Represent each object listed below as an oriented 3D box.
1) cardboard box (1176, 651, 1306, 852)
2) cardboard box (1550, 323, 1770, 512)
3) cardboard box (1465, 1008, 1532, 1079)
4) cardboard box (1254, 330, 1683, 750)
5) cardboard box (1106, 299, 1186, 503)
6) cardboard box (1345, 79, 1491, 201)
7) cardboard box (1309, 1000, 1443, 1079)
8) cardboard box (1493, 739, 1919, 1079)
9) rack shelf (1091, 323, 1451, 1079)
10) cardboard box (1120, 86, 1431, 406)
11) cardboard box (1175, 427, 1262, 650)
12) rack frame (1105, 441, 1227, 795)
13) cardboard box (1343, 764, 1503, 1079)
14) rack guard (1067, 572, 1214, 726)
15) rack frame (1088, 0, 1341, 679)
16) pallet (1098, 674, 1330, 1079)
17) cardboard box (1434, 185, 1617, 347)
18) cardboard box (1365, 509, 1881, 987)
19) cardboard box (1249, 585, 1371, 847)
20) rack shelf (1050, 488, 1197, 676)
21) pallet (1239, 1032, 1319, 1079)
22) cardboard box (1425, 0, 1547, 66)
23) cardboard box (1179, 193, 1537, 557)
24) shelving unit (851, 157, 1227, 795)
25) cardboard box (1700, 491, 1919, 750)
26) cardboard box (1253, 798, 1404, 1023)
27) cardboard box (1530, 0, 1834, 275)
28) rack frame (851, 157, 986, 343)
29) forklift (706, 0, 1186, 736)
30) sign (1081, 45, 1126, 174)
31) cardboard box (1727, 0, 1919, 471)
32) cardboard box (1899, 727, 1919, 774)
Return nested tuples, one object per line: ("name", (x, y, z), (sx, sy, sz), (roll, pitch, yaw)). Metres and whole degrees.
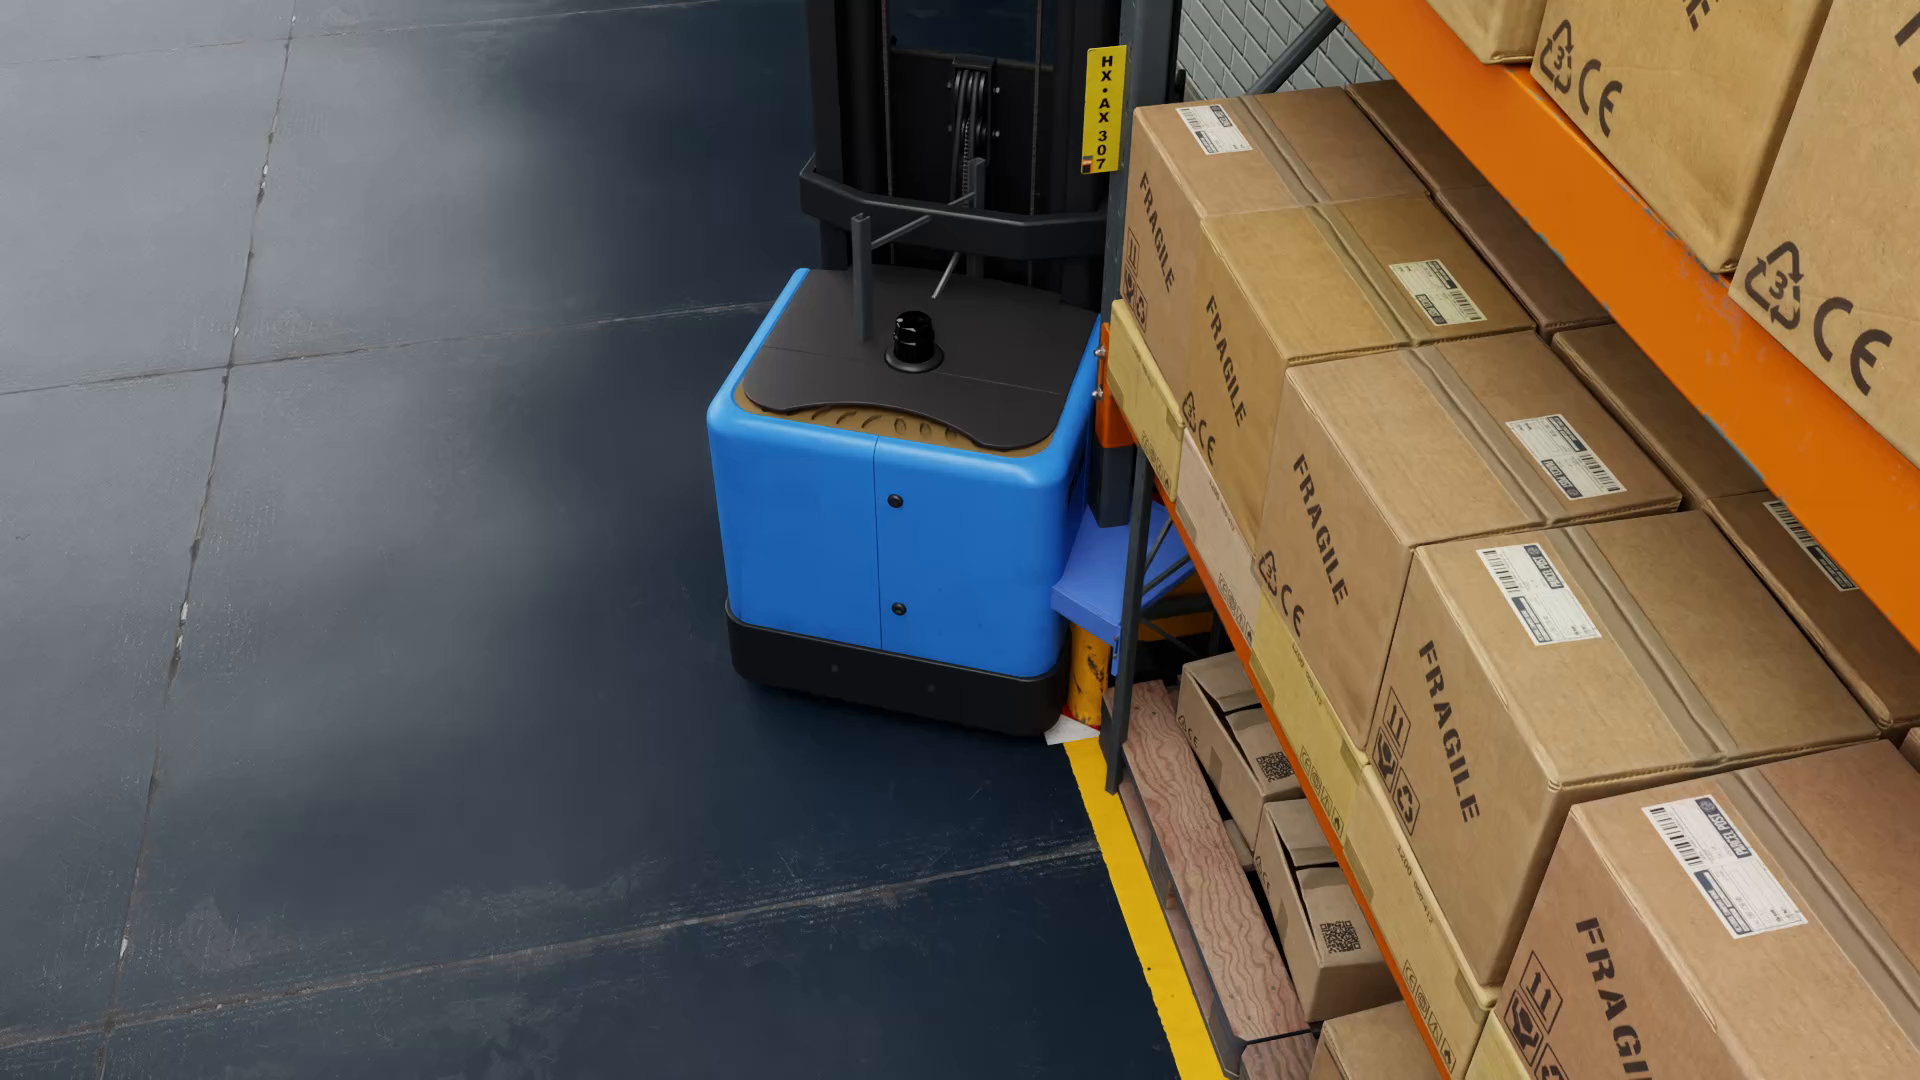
("cardboard box", (0.939, 0.517, 4.603), (0.500, 0.311, 0.500), (-13, 43, -14))
("cardboard box", (1.402, -0.080, 3.114), (0.500, 0.500, 0.500), (-9, 42, -10))
("cardboard box", (1.120, 0.944, 2.525), (0.500, 0.250, 0.500), (-9, 42, -10))
("cardboard box", (0.890, -0.008, 3.032), (0.500, 0.500, 0.500), (-10, 42, -11))
("cardboard box", (0.673, -0.375, 4.011), (0.500, 0.250, 0.500), (-9, 42, -11))
("cardboard box", (1.187, -0.743, 3.860), (0.500, 0.500, 0.500), (-9, 42, -10))
("cardboard box", (1.172, 1.298, 3.580), (0.700, 0.500, 0.500), (-11, 43, -12))
("cardboard box", (1.126, 0.662, 2.277), (0.500, 0.500, 0.500), (-9, 42, -11))
("rack shelf", (1.310, 0.780, 3.154), (1.077, 0.370, 4.000), (-8, 42, -9))
("cardboard box", (0.687, -0.665, 3.773), (0.500, 0.500, 0.500), (-8, 42, -9))
("cardboard box", (0.799, -0.041, 3.634), (0.500, 0.250, 0.500), (-10, 42, -11))
("rack frame", (0.617, 0.056, 4.559), (0.032, 1.500, 0.500), (32, 49, 32))
("cardboard box", (1.010, 0.618, 2.892), (0.500, 0.250, 0.500), (-8, 42, -9))
("rack guard", (0.894, 0.198, 5.150), (1.175, 0.500, 0.348), (-8, 42, -9))
("rack frame", (0.878, -0.786, 4.376), (1.000, 3.000, 0.127), (-8, 42, -9))
("pallet", (1.035, 0.838, 4.647), (1.003, 0.211, 1.213), (-8, 42, -9))
("cardboard box", (1.286, -0.415, 3.491), (0.500, 0.500, 0.500), (-8, 42, -9))
("cardboard box", (1.013, 0.325, 2.657), (0.500, 0.500, 0.500), (-7, 42, -8))
("cardboard box", (0.903, 0.290, 3.262), (0.500, 0.250, 0.500), (-9, 42, -10))
("rack shelf", (0.250, -0.035, 4.943), (1.000, 0.185, 0.538), (32, 49, 32))
("pallet", (1.295, 1.627, 3.758), (1.003, 0.211, 1.213), (-8, 42, -9))
("cardboard box", (0.903, -1.011, 2.279), (0.500, 0.500, 0.500), (-7, 42, -7))
("cardboard box", (0.784, -0.343, 3.410), (0.500, 0.500, 0.500), (-8, 42, -9))
("shelving unit", (0.251, -0.173, 4.827), (1.048, 1.500, 0.538), (32, 49, 32))
("cardboard box", (1.511, 0.246, 2.746), (0.500, 0.500, 0.500), (-8, 42, -9))
("cardboard box", (1.062, 0.886, 4.186), (0.500, 0.311, 0.500), (-5, 42, -6))
("cardboard box", (1.039, -0.666, 1.891), (0.500, 0.500, 0.500), (-6, 42, -7))
("rack frame", (-0.115, -0.401, 5.095), (0.032, 1.500, 0.500), (32, 49, 32))
("forklift", (0.166, -1.499, 5.231), (1.130, 2.935, 3.031), (10, 43, 11))
("sign", (0.348, -1.032, 4.001), (0.100, 0.325, 0.005), (-8, 42, -9))
("cardboard box", (1.138, -0.335, 1.518), (0.500, 0.500, 0.500), (-10, 43, -11))
("cardboard box", (1.634, 0.581, 2.369), (0.500, 0.500, 0.500), (-7, 42, -8))
